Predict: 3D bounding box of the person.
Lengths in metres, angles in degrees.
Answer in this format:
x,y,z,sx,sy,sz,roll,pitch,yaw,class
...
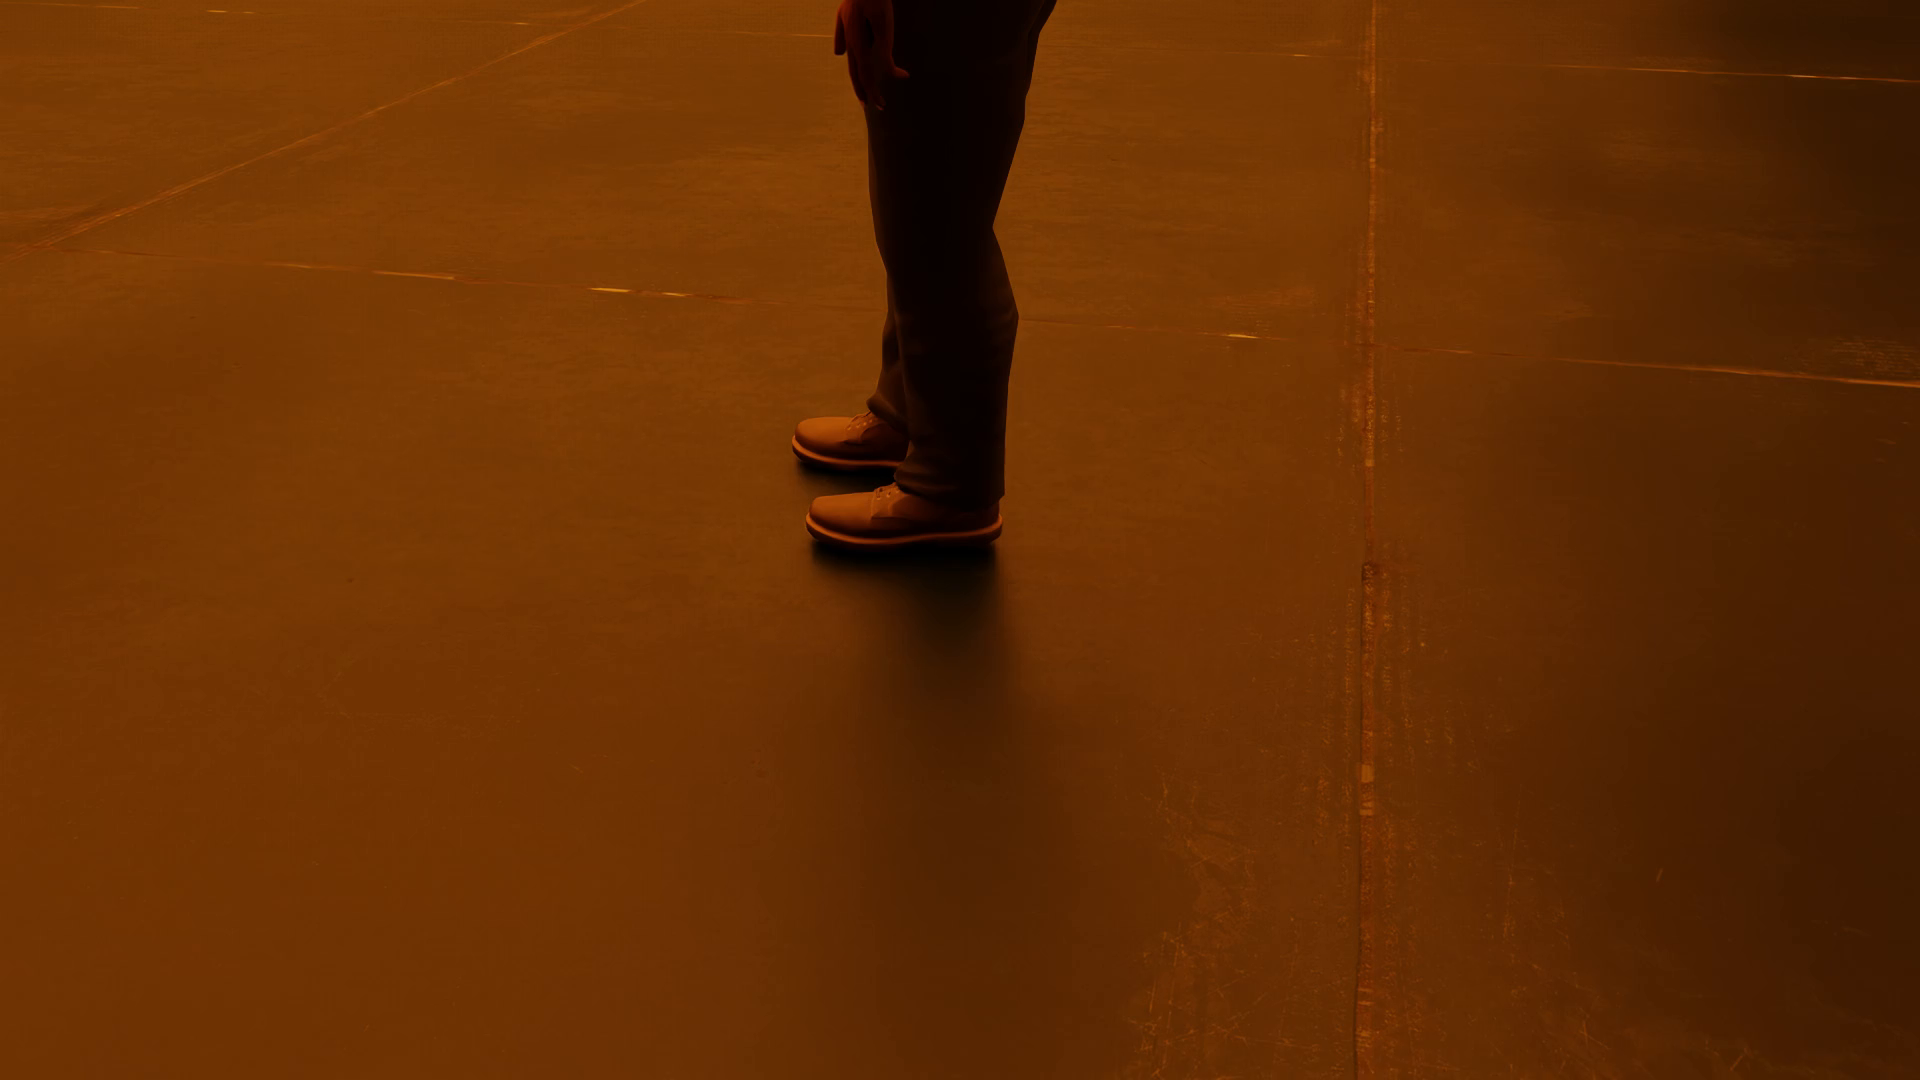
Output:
x,y,z,sx,sy,sz,roll,pitch,yaw,class
-0.081,-0.762,2.159,0.504,1.654,0.569,6,27,11,person
